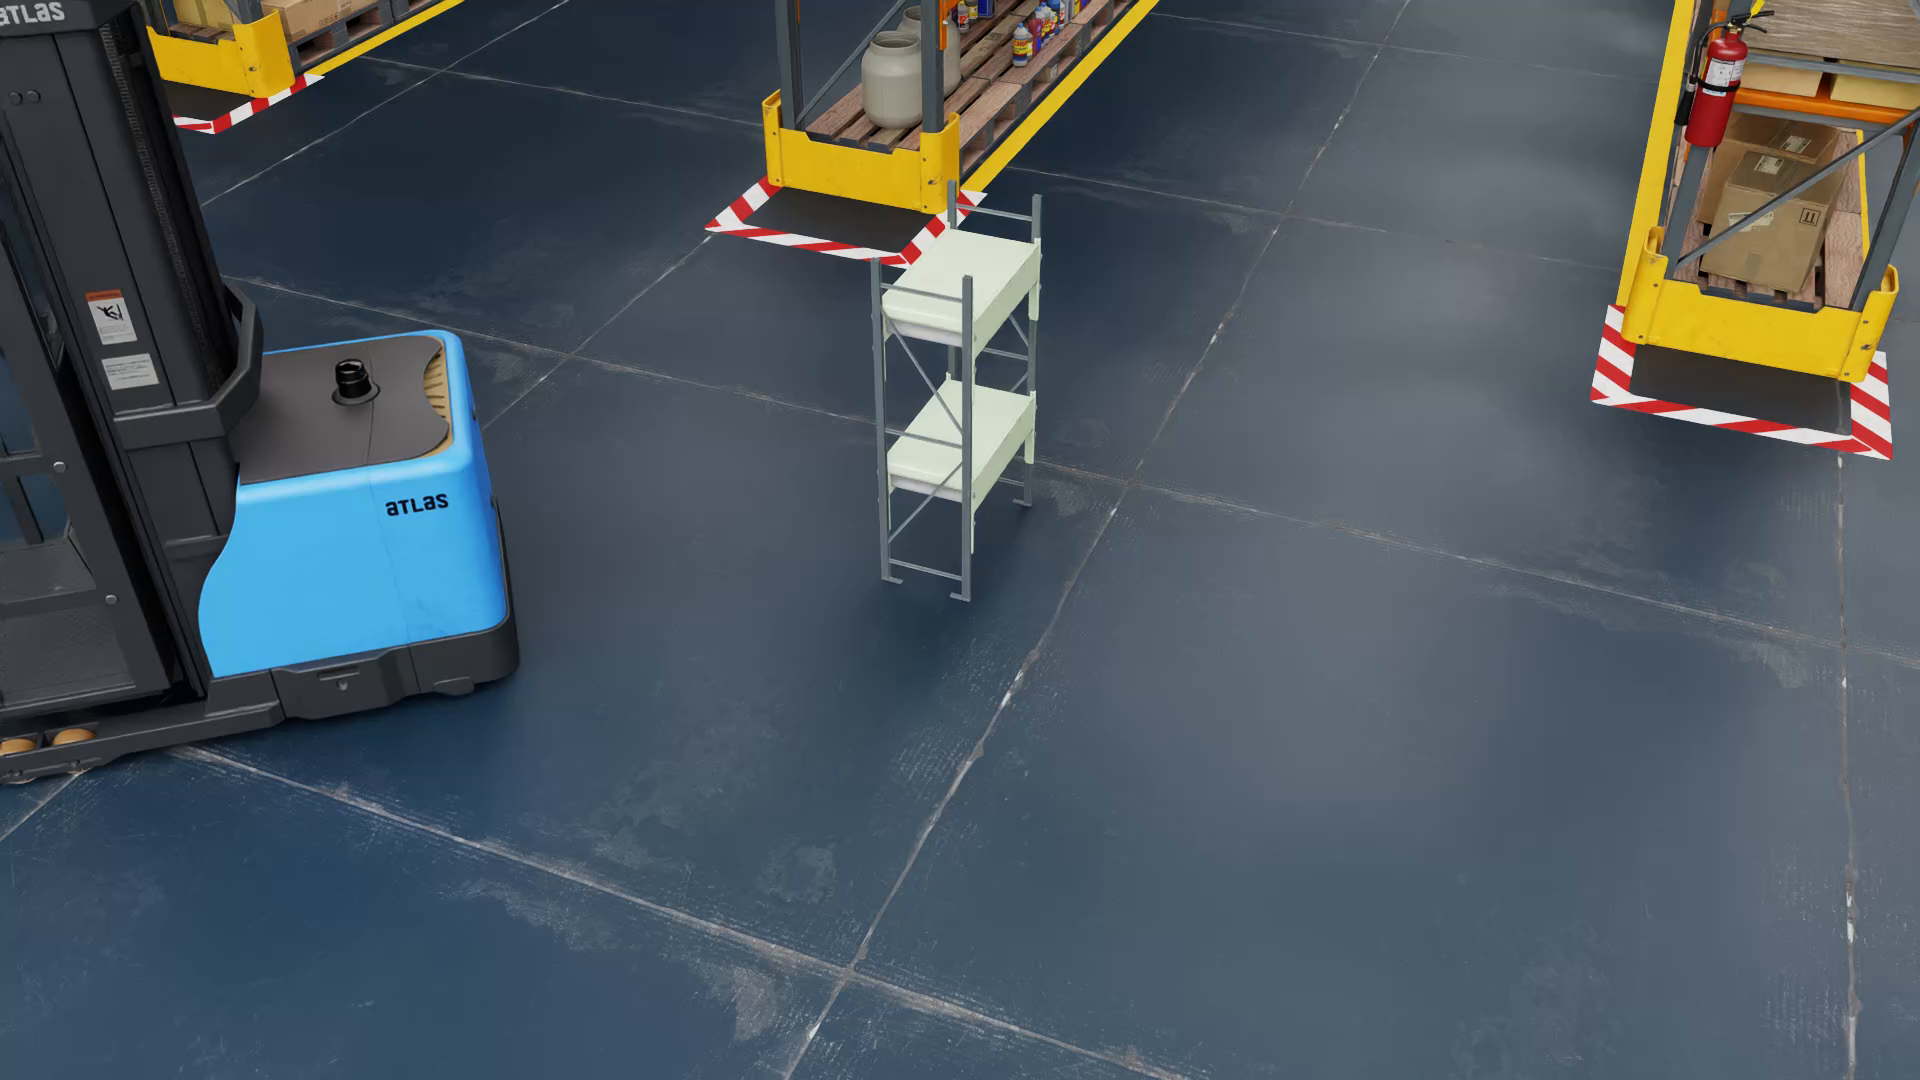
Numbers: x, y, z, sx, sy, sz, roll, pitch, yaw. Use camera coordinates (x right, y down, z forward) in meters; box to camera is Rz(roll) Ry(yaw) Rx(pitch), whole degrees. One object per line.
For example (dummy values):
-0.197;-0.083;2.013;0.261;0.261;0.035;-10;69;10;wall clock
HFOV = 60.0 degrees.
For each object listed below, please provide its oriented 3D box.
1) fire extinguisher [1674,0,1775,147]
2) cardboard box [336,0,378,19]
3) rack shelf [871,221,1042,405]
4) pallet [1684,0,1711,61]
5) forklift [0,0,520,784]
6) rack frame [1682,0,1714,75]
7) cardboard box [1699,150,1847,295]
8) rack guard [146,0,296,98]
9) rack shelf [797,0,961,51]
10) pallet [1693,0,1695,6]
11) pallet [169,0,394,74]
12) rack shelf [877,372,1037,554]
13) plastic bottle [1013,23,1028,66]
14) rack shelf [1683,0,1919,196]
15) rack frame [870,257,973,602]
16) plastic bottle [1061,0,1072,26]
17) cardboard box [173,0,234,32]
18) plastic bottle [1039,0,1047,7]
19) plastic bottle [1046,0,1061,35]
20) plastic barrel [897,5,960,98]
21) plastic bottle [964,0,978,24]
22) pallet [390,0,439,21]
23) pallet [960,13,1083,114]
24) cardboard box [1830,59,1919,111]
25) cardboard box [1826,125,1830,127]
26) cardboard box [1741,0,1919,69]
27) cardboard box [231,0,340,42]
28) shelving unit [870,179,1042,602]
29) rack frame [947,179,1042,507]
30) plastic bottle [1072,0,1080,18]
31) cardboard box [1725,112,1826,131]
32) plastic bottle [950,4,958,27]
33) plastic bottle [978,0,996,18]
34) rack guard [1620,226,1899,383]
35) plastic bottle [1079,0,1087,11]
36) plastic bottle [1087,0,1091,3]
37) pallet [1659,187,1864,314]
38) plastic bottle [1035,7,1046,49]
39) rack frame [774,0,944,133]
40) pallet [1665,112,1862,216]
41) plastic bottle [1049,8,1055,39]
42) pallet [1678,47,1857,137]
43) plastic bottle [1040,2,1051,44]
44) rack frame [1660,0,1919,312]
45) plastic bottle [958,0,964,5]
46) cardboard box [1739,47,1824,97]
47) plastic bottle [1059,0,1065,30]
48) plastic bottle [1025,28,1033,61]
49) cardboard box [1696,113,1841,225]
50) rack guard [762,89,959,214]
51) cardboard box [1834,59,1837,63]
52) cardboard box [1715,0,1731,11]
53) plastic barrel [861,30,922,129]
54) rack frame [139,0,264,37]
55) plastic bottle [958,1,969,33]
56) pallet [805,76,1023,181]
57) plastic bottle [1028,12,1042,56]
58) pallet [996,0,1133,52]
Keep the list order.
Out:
3.534;-2.171;7.714;0.296;0.674;0.183;14;39;18;fire extinguisher
-4.559;-4.010;12.056;0.500;0.250;0.500;14;39;18;cardboard box
-0.003;-0.910;6.562;0.431;0.370;0.720;14;39;18;rack shelf
5.821;-3.690;12.010;1.003;0.211;1.213;14;39;18;pallet
-3.295;-0.639;5.657;3.031;2.935;1.130;-10;38;-13;forklift
5.526;-4.375;10.598;1.000;3.000;0.127;14;39;18;rack frame
4.257;-1.670;8.715;0.500;0.500;0.500;21;42;26;cardboard box
-5.165;-3.405;11.388;1.175;0.500;0.348;14;39;18;rack guard
0.185;-4.108;10.842;1.077;0.370;4.000;14;39;18;rack shelf
6.284;-4.368;12.917;1.003;0.211;1.213;14;39;18;pallet
-4.903;-3.735;12.071;1.003;0.211;1.213;14;39;18;pallet
-0.003;-0.336;6.991;0.431;0.370;0.720;14;39;18;rack shelf
0.402;-3.305;11.078;0.097;0.271;0.097;0;37;0;plastic bottle
4.765;-2.980;9.332;1.077;0.370;4.000;14;39;18;rack shelf
-0.142;-0.394;6.525;0.400;1.500;0.023;14;39;18;rack frame
0.706;-3.792;11.726;0.152;0.276;0.135;15;39;19;plastic bottle
-5.225;-3.850;11.842;0.500;0.250;0.500;14;39;18;cardboard box
0.607;-3.819;11.756;0.061;0.283;0.133;14;39;18;plastic bottle
0.647;-3.663;11.556;0.097;0.271;0.097;0;37;0;plastic bottle
-0.206;-3.120;10.646;0.421;0.512;0.421;0;37;0;plastic barrel
0.079;-3.760;11.745;0.097;0.201;0.097;0;37;0;plastic bottle
-4.438;-4.409;12.972;1.003;0.211;1.213;14;39;18;pallet
0.189;-3.347;11.551;1.003;0.211;1.213;14;39;18;pallet
4.333;-2.164;7.849;0.380;0.149;0.250;14;39;18;cardboard box
4.962;-2.649;10.026;0.500;0.500;0.500;11;38;14;cardboard box
4.239;-2.618;7.915;0.875;0.500;0.500;14;39;18;cardboard box
-4.746;-3.732;11.684;0.500;0.250;0.500;14;39;18;cardboard box
-0.003;-0.597;6.796;0.431;1.500;0.755;14;39;18;shelving unit
0.137;-0.800;7.067;0.400;1.500;0.023;14;39;18;rack frame
0.771;-3.912;11.823;0.144;0.351;0.185;14;39;17;plastic bottle
4.709;-2.351;9.627;0.500;0.500;0.500;18;40;22;cardboard box
-0.063;-3.603;11.467;0.061;0.283;0.133;14;39;18;plastic bottle
0.168;-3.877;11.839;0.152;0.276;0.135;14;39;18;plastic bottle
4.033;-1.202;8.440;1.175;0.500;0.348;14;39;18;rack guard
0.871;-3.964;11.949;0.061;0.283;0.133;16;40;21;plastic bottle
0.894;-4.090;12.062;0.144;0.351;0.185;12;38;15;plastic bottle
4.375;-1.528;9.117;1.003;0.211;1.213;14;39;18;pallet
0.532;-3.495;11.332;0.097;0.271;0.097;0;37;0;plastic bottle
-0.576;-3.289;9.145;1.000;3.000;0.127;14;39;18;rack frame
4.841;-2.201;10.018;1.003;0.211;1.213;14;39;18;pallet
0.608;-3.577;11.500;0.097;0.201;0.097;0;37;0;plastic bottle
5.303;-2.879;10.925;1.003;0.211;1.213;14;39;18;pallet
0.570;-3.550;11.406;0.097;0.271;0.097;0;37;0;plastic bottle
4.004;-2.161;7.635;1.000;3.000;0.127;14;39;18;rack frame
-0.050;-3.824;11.705;0.144;0.351;0.185;15;39;20;plastic bottle
3.922;-2.265;7.985;0.380;0.149;0.250;14;39;18;cardboard box
0.686;-3.691;11.652;0.097;0.201;0.097;0;37;0;plastic bottle
0.441;-3.334;11.176;0.097;0.201;0.097;0;37;0;plastic bottle
4.453;-2.008;9.169;0.500;0.500;0.500;25;43;29;cardboard box
-0.591;-2.341;9.964;1.175;0.500;0.348;14;39;18;rack guard
4.446;-2.298;8.028;0.380;0.149;0.250;14;39;18;cardboard box
4.318;-2.922;8.322;0.875;0.500;0.500;14;39;18;cardboard box
-0.397;-2.842;10.275;0.421;0.512;0.421;0;37;0;plastic barrel
-5.156;-4.419;10.657;1.000;3.000;0.127;14;39;18;rack frame
0.014;-3.653;11.602;0.097;0.201;0.097;0;37;0;plastic bottle
-0.277;-2.673;10.650;1.003;0.211;1.213;14;39;18;pallet
0.505;-3.431;11.236;0.061;0.283;0.133;14;39;18;plastic bottle
0.652;-4.024;12.458;1.003;0.211;1.213;14;39;18;pallet
